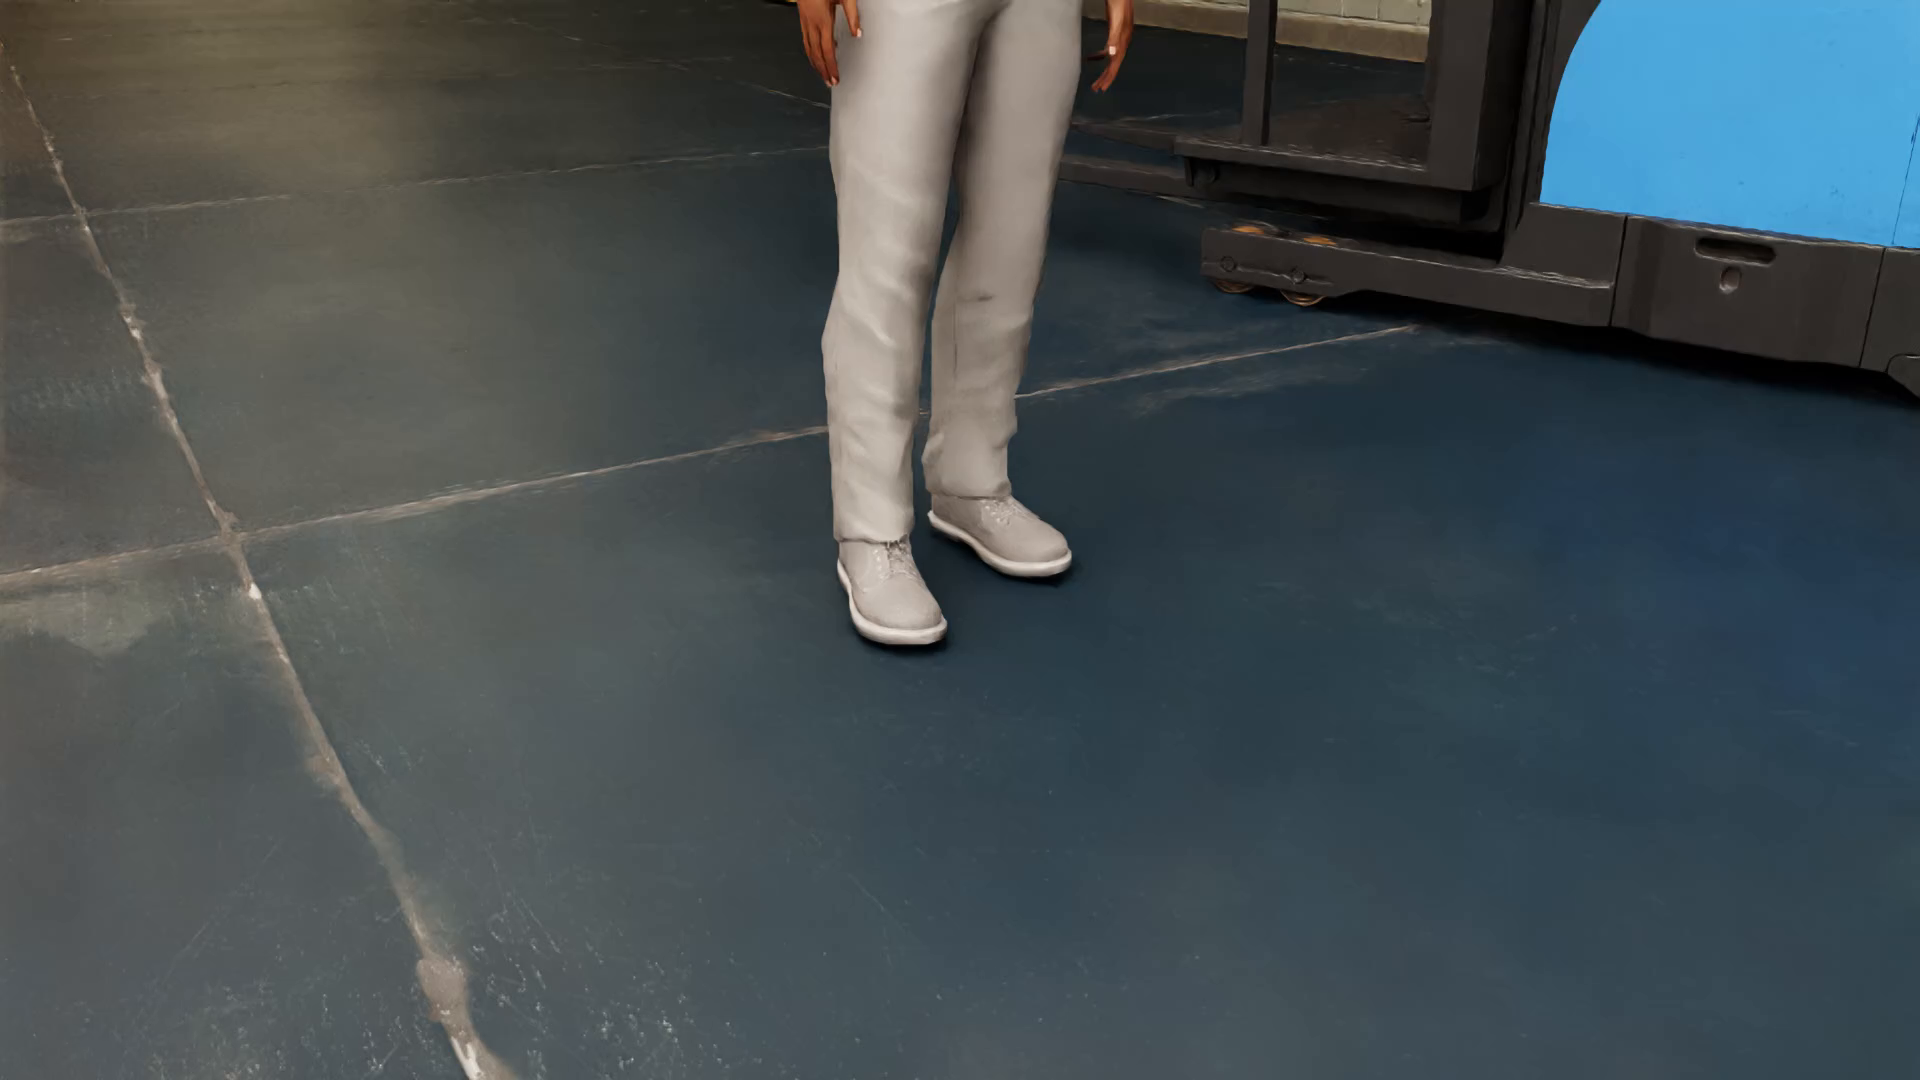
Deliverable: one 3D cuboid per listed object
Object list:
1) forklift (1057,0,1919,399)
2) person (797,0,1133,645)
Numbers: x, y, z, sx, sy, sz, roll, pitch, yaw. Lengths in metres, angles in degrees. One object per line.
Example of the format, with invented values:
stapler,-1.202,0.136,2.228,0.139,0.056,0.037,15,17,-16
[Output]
forklift,1.229,-2.055,3.782,3.031,2.935,1.130,18,28,36
person,0.020,-0.763,2.241,0.570,1.695,0.530,-12,25,-28
